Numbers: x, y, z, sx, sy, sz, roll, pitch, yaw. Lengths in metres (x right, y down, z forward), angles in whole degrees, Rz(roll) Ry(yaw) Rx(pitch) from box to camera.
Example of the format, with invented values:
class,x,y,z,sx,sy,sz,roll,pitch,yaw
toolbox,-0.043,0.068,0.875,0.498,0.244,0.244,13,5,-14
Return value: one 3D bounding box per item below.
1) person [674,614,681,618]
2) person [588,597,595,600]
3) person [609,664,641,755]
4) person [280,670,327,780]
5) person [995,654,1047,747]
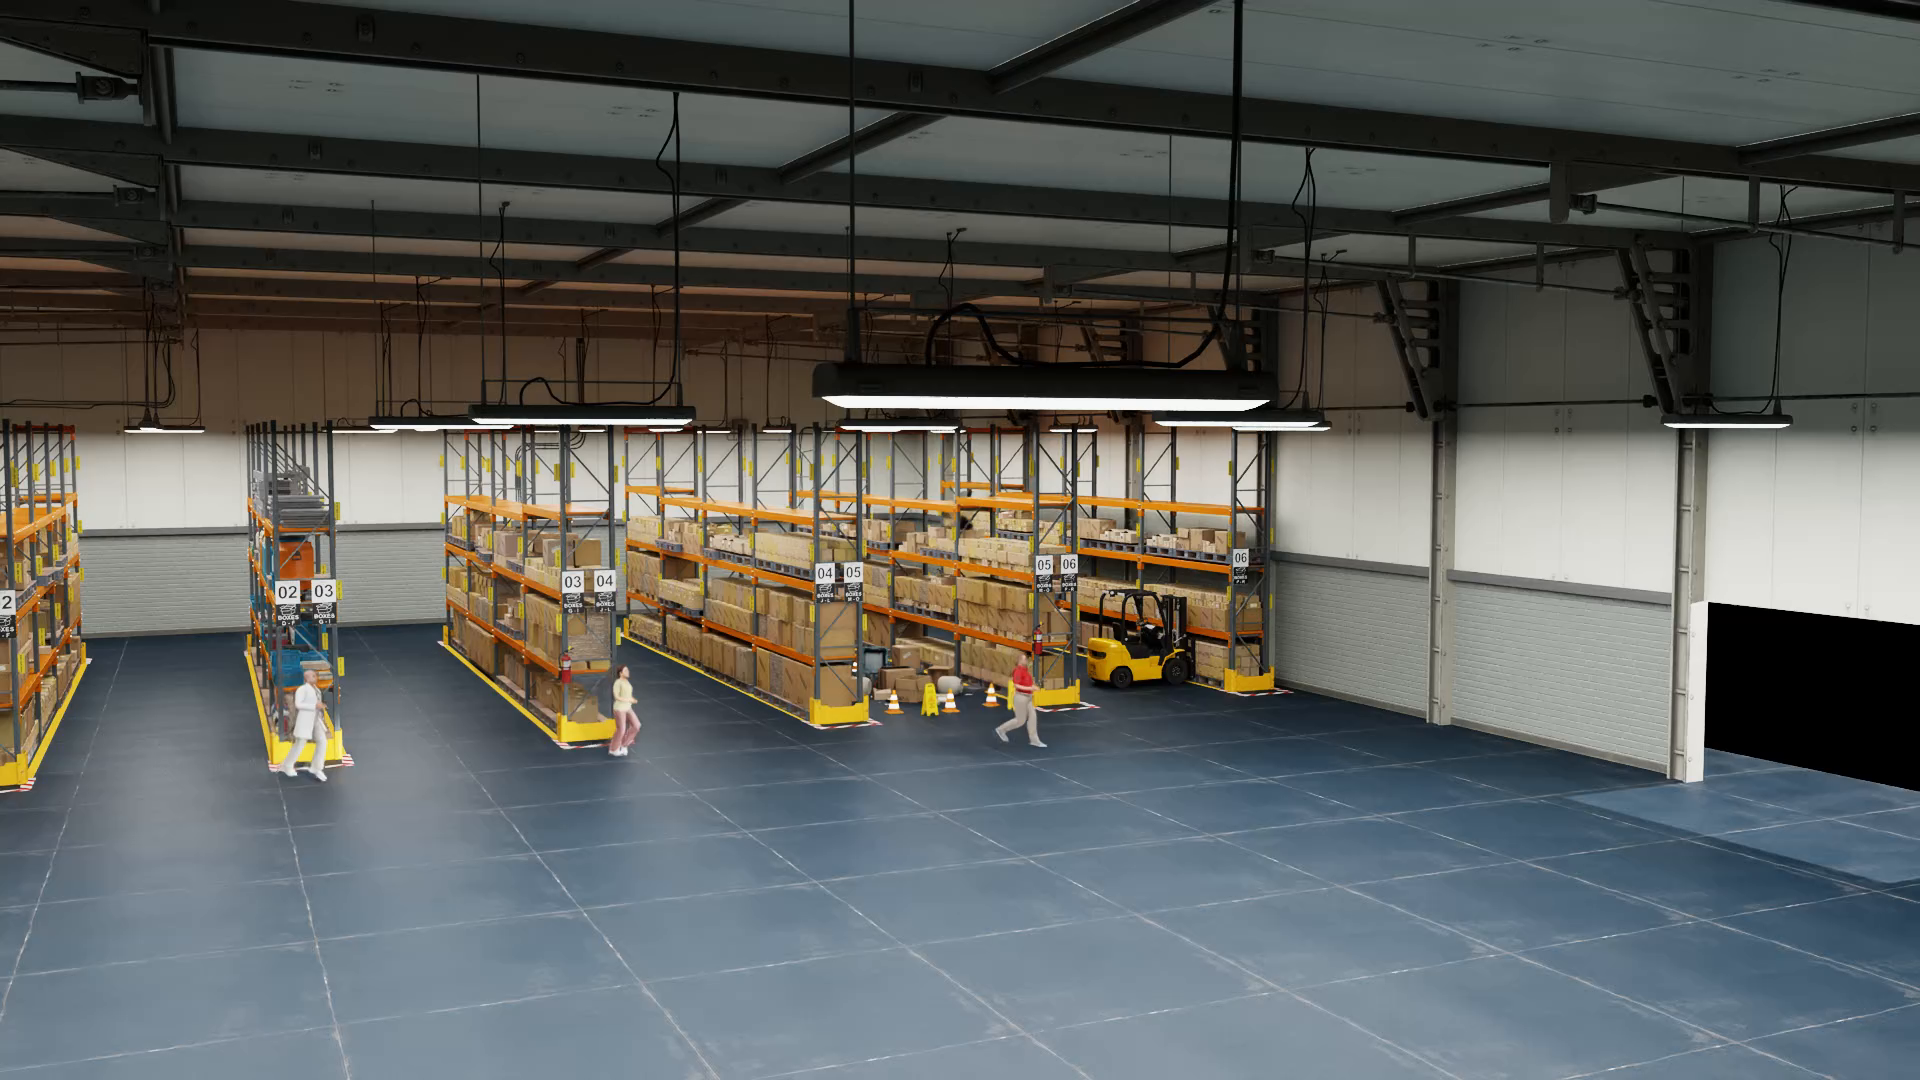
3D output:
class,x,y,z,sx,sy,sz,roll,pitch,yaw
person,-8.230,1.855,48.867,0.490,1.652,0.648,3,5,44
person,-10.689,1.948,46.975,0.747,1.692,0.534,0,4,6
person,-5.990,3.039,29.696,0.626,1.651,0.594,1,4,19
person,-10.913,3.188,27.851,0.803,1.627,0.723,1,4,13
person,1.133,2.949,30.548,0.954,1.725,0.664,1,4,15
